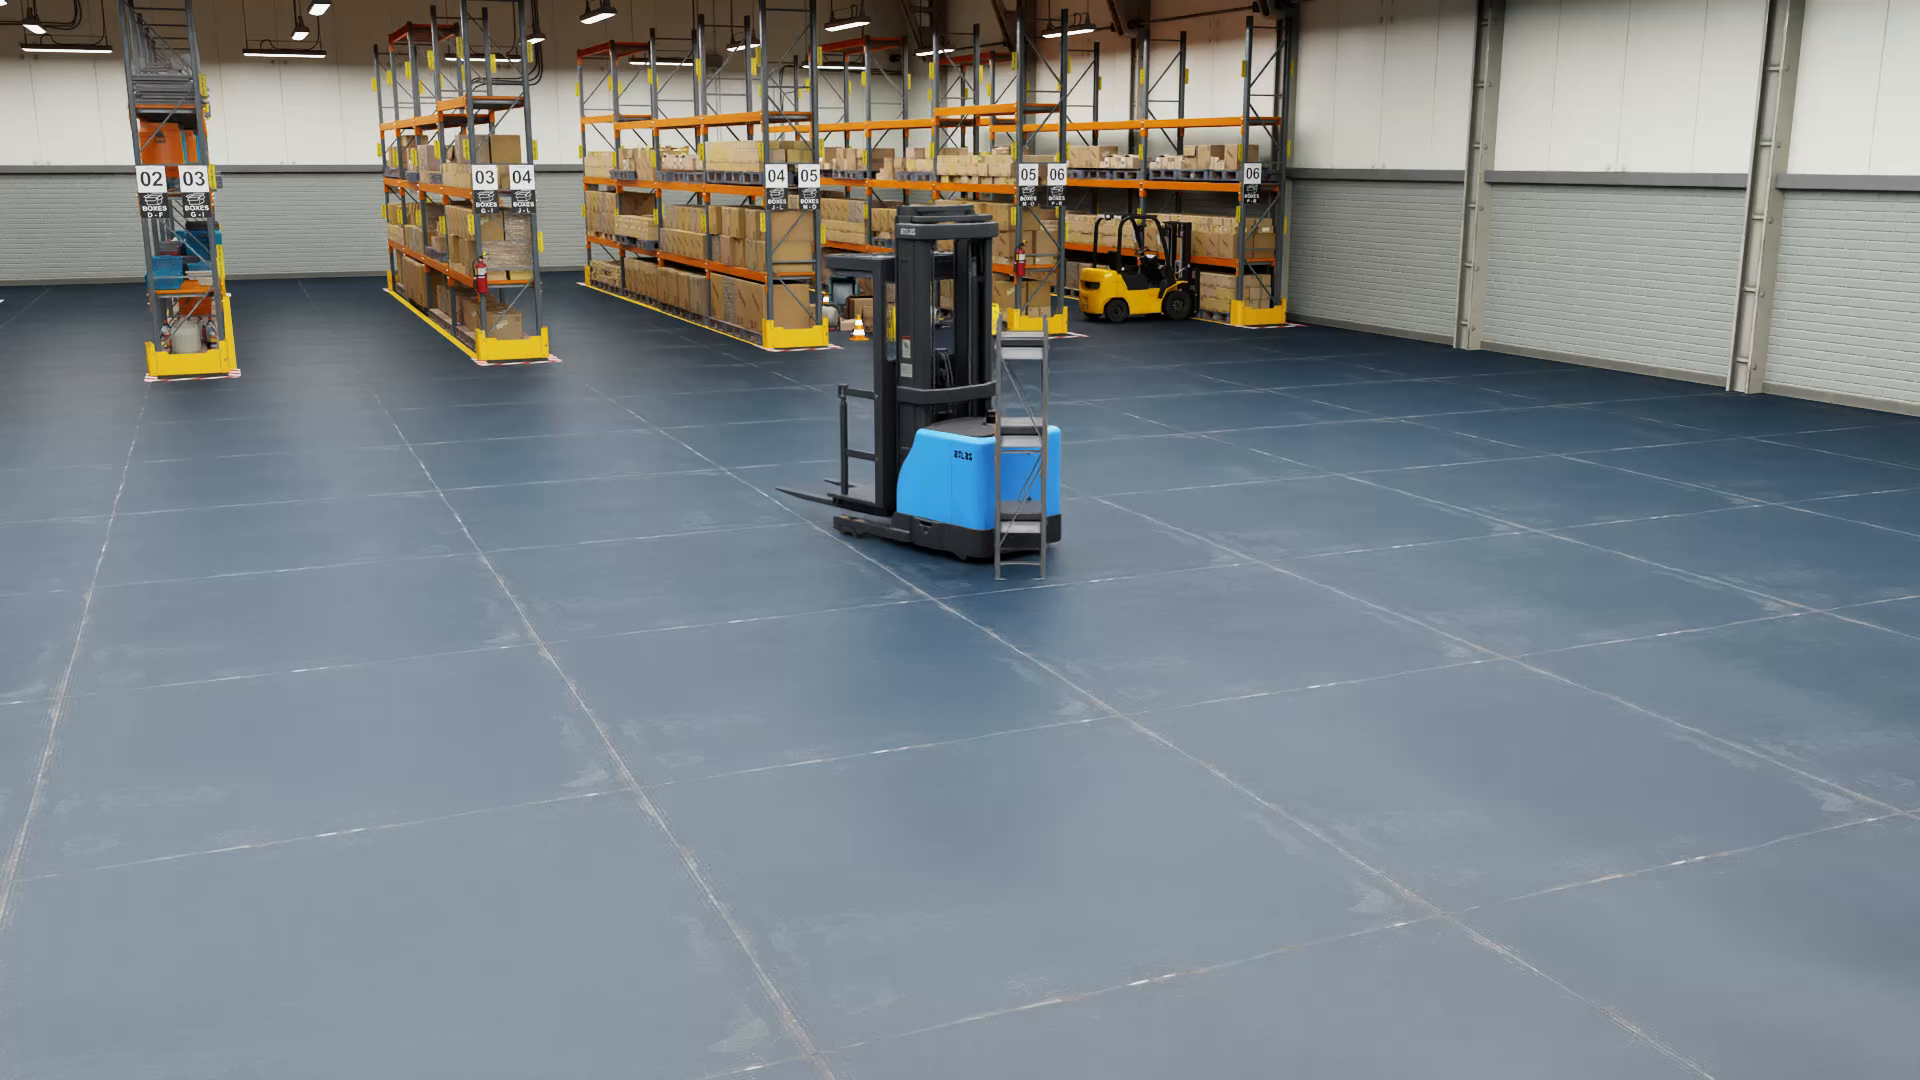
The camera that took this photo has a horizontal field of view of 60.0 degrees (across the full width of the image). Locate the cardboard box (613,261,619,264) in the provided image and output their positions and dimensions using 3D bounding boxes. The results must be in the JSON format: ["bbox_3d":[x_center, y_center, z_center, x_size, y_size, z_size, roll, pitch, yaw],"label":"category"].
[{"bbox_3d":[-8.886,-7.232,43.535,0.380,0.149,0.250,-5,14,-22],"label":"cardboard box"}]

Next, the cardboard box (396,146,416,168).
[{"bbox_3d":[-12.730,-8.936,38.799,0.700,0.500,0.500,-7,15,-26],"label":"cardboard box"}]

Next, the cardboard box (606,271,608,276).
[{"bbox_3d":[-8.823,-6.833,42.474,0.380,0.149,0.250,-5,14,-20],"label":"cardboard box"}]

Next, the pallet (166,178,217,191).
[{"bbox_3d":[-12.334,-5.639,26.347,1.003,0.211,1.213,-6,14,-23],"label":"pallet"}]

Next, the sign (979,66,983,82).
[{"bbox_3d":[0.428,-9.720,34.663,0.100,0.325,0.005,-6,14,-23],"label":"sign"}]

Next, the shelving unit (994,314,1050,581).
[{"bbox_3d":[0.499,-0.752,13.464,0.431,2.100,0.503,1,13,2],"label":"shelving unit"}]

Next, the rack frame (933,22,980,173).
[{"bbox_3d":[-0.076,-9.181,34.582,1.000,3.000,0.127,-6,14,-23],"label":"rack frame"}]

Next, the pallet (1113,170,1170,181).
[{"bbox_3d":[4.105,-8.257,37.665,0.805,0.209,1.217,-6,14,-25],"label":"pallet"}]

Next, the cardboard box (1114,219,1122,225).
[{"bbox_3d":[3.733,-7.272,37.978,0.380,0.149,0.250,-6,14,-25],"label":"cardboard box"}]

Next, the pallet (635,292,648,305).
[{"bbox_3d":[-6.970,-5.672,38.907,1.003,0.211,1.213,-6,14,-23],"label":"pallet"}]

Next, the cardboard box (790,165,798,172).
[{"bbox_3d":[-2.813,-6.656,29.729,0.380,0.149,0.250,-6,14,-23],"label":"cardboard box"}]

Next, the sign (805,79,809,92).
[{"bbox_3d":[-3.799,-11.321,41.406,0.100,0.325,0.005,-6,14,-23],"label":"sign"}]

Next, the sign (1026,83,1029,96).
[{"bbox_3d":[1.772,-11.867,43.763,0.100,0.325,0.005,-6,14,-23],"label":"sign"}]

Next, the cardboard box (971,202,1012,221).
[{"bbox_3d":[0.627,-6.400,32.771,0.700,0.500,0.500,-6,14,-24],"label":"cardboard box"}]

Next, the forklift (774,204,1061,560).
[{"bbox_3d":[-0.504,-1.524,14.955,1.130,2.935,3.031,-12,18,-43],"label":"forklift"}]

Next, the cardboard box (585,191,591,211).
[{"bbox_3d":[-9.442,-8.834,43.287,0.500,0.500,0.500,-6,14,-23],"label":"cardboard box"}]

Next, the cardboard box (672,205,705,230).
[{"bbox_3d":[-5.799,-6.955,35.828,0.700,0.500,0.500,-6,14,-24],"label":"cardboard box"}]

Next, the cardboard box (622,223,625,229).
[{"bbox_3d":[-7.726,-7.387,39.102,0.380,0.149,0.250,-6,14,-25],"label":"cardboard box"}]

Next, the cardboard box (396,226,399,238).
[{"bbox_3d":[-13.193,-7.368,39.724,0.500,0.250,0.500,-5,14,-22],"label":"cardboard box"}]

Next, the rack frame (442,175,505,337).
[{"bbox_3d":[-9.157,-5.363,31.391,1.000,3.000,0.127,-6,14,-23],"label":"rack frame"}]

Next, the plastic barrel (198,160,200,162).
[{"bbox_3d":[-15.511,-7.572,33.696,0.294,0.245,0.294,0,13,0],"label":"plastic barrel"}]

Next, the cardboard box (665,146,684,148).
[{"bbox_3d":[-6.428,-8.764,37.513,0.396,0.266,0.258,-6,14,-23],"label":"cardboard box"}]

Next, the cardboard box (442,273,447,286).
[{"bbox_3d":[-10.463,-5.416,34.523,0.500,0.250,0.500,-5,14,-21],"label":"cardboard box"}]

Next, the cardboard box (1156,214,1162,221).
[{"bbox_3d":[4.530,-7.080,36.489,0.380,0.149,0.250,-5,14,-22],"label":"cardboard box"}]

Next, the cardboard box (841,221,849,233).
[{"bbox_3d":[-2.538,-7.542,40.028,0.500,0.250,0.500,-6,14,-24],"label":"cardboard box"}]

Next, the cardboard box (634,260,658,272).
[{"bbox_3d":[-7.306,-6.403,38.834,0.500,0.250,0.500,-5,14,-21],"label":"cardboard box"}]

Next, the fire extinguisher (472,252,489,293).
[{"bbox_3d":[-7.931,-4.434,27.547,0.296,0.674,0.183,-6,14,-23],"label":"fire extinguisher"}]

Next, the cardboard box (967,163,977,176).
[{"bbox_3d":[0.457,-7.362,33.045,0.500,0.250,0.500,-5,14,-22],"label":"cardboard box"}]

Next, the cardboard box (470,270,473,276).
[{"bbox_3d":[-8.373,-4.712,29.132,0.380,0.149,0.250,-6,14,-23],"label":"cardboard box"}]

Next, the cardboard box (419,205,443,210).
[{"bbox_3d":[-11.295,-7.015,36.079,0.797,0.503,0.637,-5,14,-22],"label":"cardboard box"}]

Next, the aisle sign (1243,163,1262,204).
[{"bbox_3d":[5.830,-7.108,33.162,0.394,0.787,0.004,-6,14,-23],"label":"aisle sign"}]

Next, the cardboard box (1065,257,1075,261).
[{"bbox_3d":[2.863,-7.030,41.766,0.380,0.149,0.250,-5,14,-21],"label":"cardboard box"}]

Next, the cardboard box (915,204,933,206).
[{"bbox_3d":[-0.756,-7.189,36.027,0.380,0.149,0.250,-6,14,-25],"label":"cardboard box"}]

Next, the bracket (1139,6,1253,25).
[{"bbox_3d":[5.096,-11.369,36.051,0.076,0.066,4.783,-6,14,-23],"label":"bracket"}]

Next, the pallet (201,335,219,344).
[{"bbox_3d":[-13.464,-3.415,29.157,1.003,0.211,1.213,-6,14,-23],"label":"pallet"}]

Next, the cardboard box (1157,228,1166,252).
[{"bbox_3d":[4.632,-6.535,36.231,0.500,0.500,0.500,-5,14,-22],"label":"cardboard box"}]

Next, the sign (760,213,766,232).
[{"bbox_3d":[-3.472,-5.597,29.309,0.100,0.325,0.005,-6,14,-23],"label":"sign"}]

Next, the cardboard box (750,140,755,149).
[{"bbox_3d":[-3.514,-7.036,29.599,0.380,0.149,0.250,-6,14,-23],"label":"cardboard box"}]

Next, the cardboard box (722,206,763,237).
[{"bbox_3d":[-4.038,-6.083,31.774,0.875,0.550,0.550,-6,14,-23],"label":"cardboard box"}]

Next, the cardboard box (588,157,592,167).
[{"bbox_3d":[-9.231,-9.680,42.612,0.500,0.250,0.500,-6,14,-24],"label":"cardboard box"}]

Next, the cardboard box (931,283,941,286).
[{"bbox_3d":[-0.580,-5.439,36.615,0.950,0.372,0.625,-5,14,-19],"label":"cardboard box"}]

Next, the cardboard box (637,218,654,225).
[{"bbox_3d":[-7.104,-7.210,37.676,0.380,0.149,0.250,-5,14,-21],"label":"cardboard box"}]

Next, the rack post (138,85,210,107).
[{"bbox_3d":[-12.279,-6.936,25.992,0.937,0.300,0.954,-4,14,-17],"label":"rack post"}]

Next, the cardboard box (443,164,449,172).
[{"bbox_3d":[-9.309,-6.851,30.615,0.380,0.149,0.250,-6,14,-25],"label":"cardboard box"}]

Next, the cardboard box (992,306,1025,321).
[{"bbox_3d":[0.946,-4.445,32.589,0.500,0.250,0.500,-6,14,-23],"label":"cardboard box"}]

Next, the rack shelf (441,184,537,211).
[{"bbox_3d":[-8.355,-6.061,29.349,1.077,0.370,4.000,-6,14,-23],"label":"rack shelf"}]

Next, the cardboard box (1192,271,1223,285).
[{"bbox_3d":[5.181,-5.509,34.968,0.500,0.250,0.500,-5,14,-22],"label":"cardboard box"}]

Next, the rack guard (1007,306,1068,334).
[{"bbox_3d":[1.495,-4.230,32.038,1.175,0.500,0.348,-6,14,-23],"label":"rack guard"}]

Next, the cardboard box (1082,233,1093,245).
[{"bbox_3d":[3.231,-7.137,39.387,0.500,0.250,0.500,-6,14,-25],"label":"cardboard box"}]
